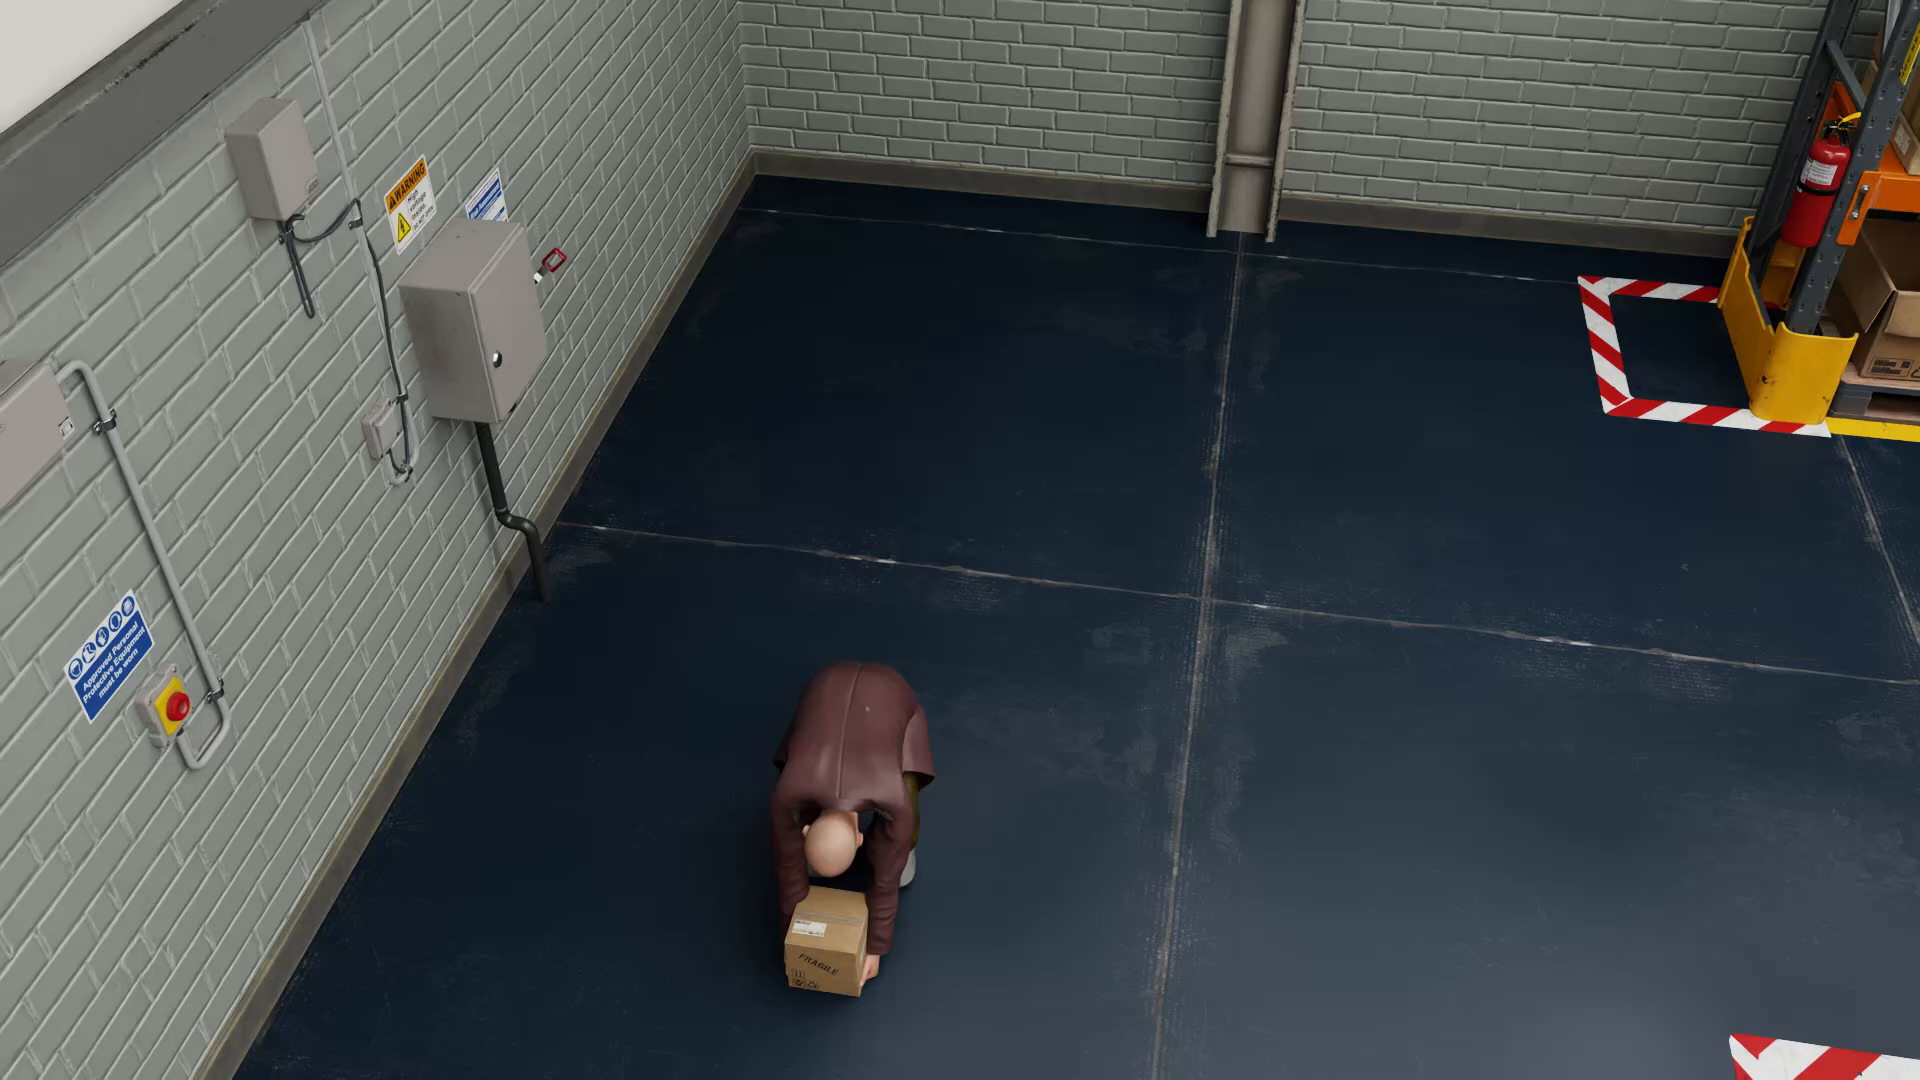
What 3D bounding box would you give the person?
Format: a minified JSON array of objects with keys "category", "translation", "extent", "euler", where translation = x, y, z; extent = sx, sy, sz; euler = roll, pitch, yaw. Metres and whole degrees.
[{"category":"person","translation":[-0.387,0.937,5.804],"extent":[0.584,0.849,0.952],"euler":[5,40,6]}]
